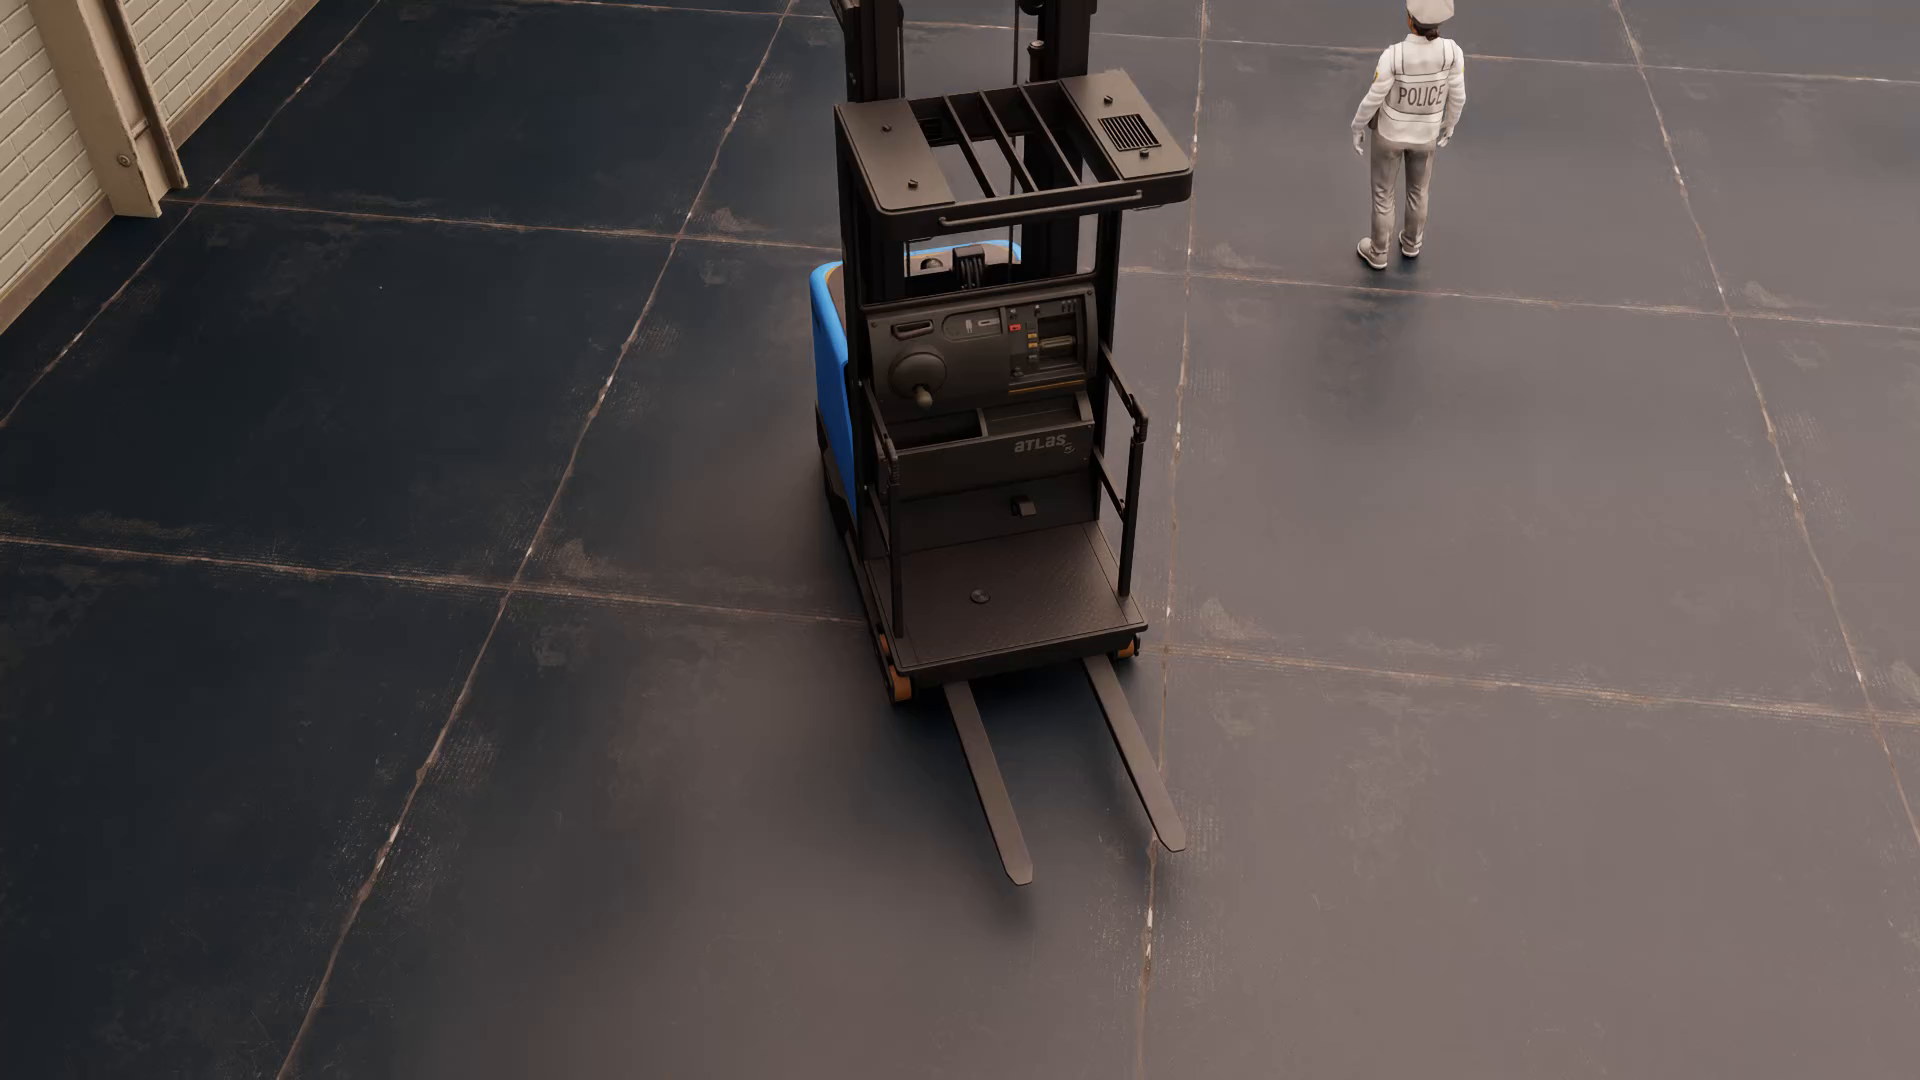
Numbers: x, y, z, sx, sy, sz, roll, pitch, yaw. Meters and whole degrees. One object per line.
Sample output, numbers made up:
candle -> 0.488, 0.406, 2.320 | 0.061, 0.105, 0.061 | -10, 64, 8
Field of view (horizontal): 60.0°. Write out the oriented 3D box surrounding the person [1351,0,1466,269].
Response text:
person -> 2.419, -2.260, 9.088 | 0.589, 1.696, 0.532 | -1, 43, -2

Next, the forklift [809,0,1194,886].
forklift -> 0.153, -0.681, 6.465 | 1.130, 2.935, 3.031 | -10, 44, -11
